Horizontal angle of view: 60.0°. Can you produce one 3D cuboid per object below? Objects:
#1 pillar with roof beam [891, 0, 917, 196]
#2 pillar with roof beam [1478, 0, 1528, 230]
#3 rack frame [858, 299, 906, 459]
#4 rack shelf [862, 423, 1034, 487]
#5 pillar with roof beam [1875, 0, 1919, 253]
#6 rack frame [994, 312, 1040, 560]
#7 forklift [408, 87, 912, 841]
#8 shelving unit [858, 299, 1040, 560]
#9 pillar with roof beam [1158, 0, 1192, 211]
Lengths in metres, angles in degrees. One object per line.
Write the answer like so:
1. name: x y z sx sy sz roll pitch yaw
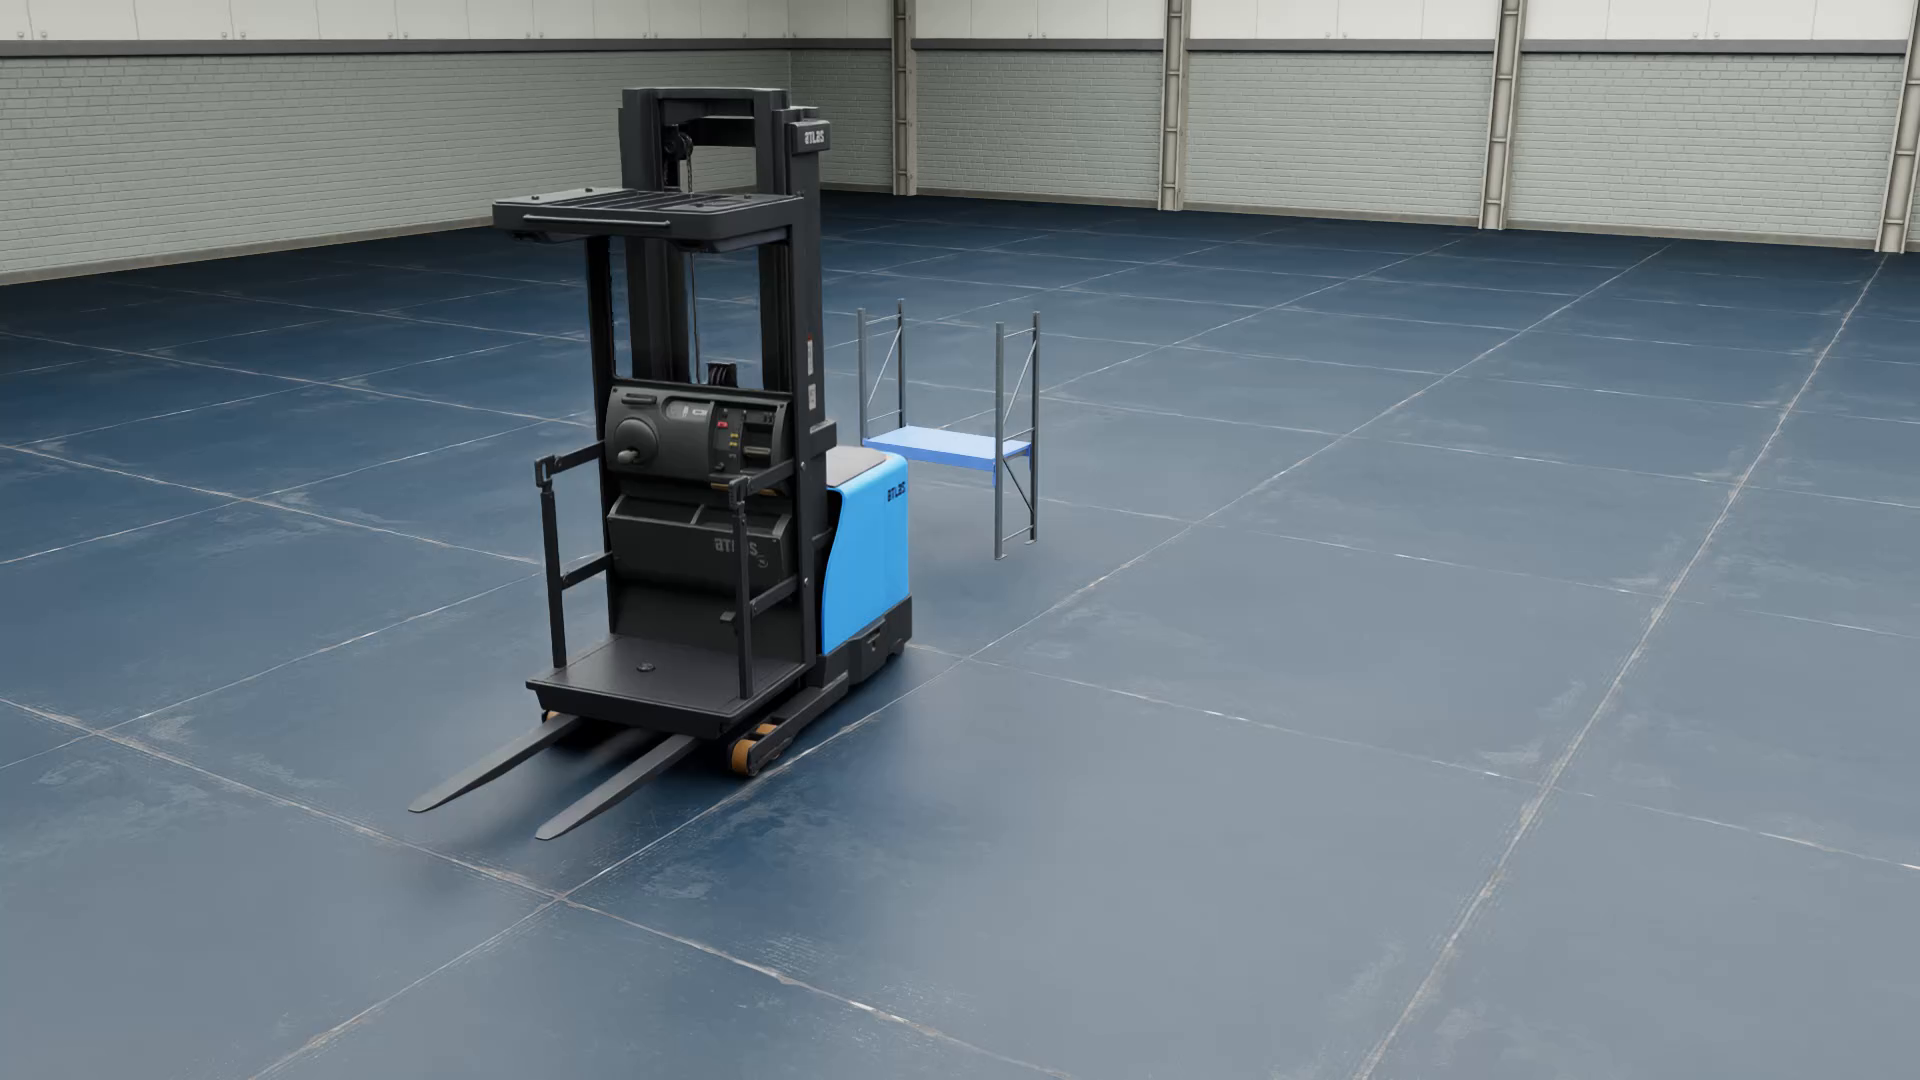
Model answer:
1. pillar with roof beam: -3.387 -10.388 29.595 0.400 9.000 9.100 10 20 30
2. pillar with roof beam: 6.838 -8.562 23.586 0.400 9.000 9.100 10 20 30
3. rack frame: -0.506 -0.808 10.960 0.032 1.500 0.500 10 20 30
4. rack shelf: -0.073 -0.558 10.758 1.000 0.185 0.538 10 20 30
5. pillar with roof beam: 11.951 -7.650 20.582 0.400 9.000 9.100 10 20 30
6. rack frame: 0.360 -0.653 10.451 0.032 1.500 0.500 10 20 30
7. forklift: -1.296 -0.487 7.442 1.130 2.935 3.031 7 18 22
8. shelving unit: -0.073 -0.731 10.706 1.048 1.500 0.538 10 20 30
9. pillar with roof beam: 1.725 -9.475 26.591 0.400 9.000 9.100 10 20 30
